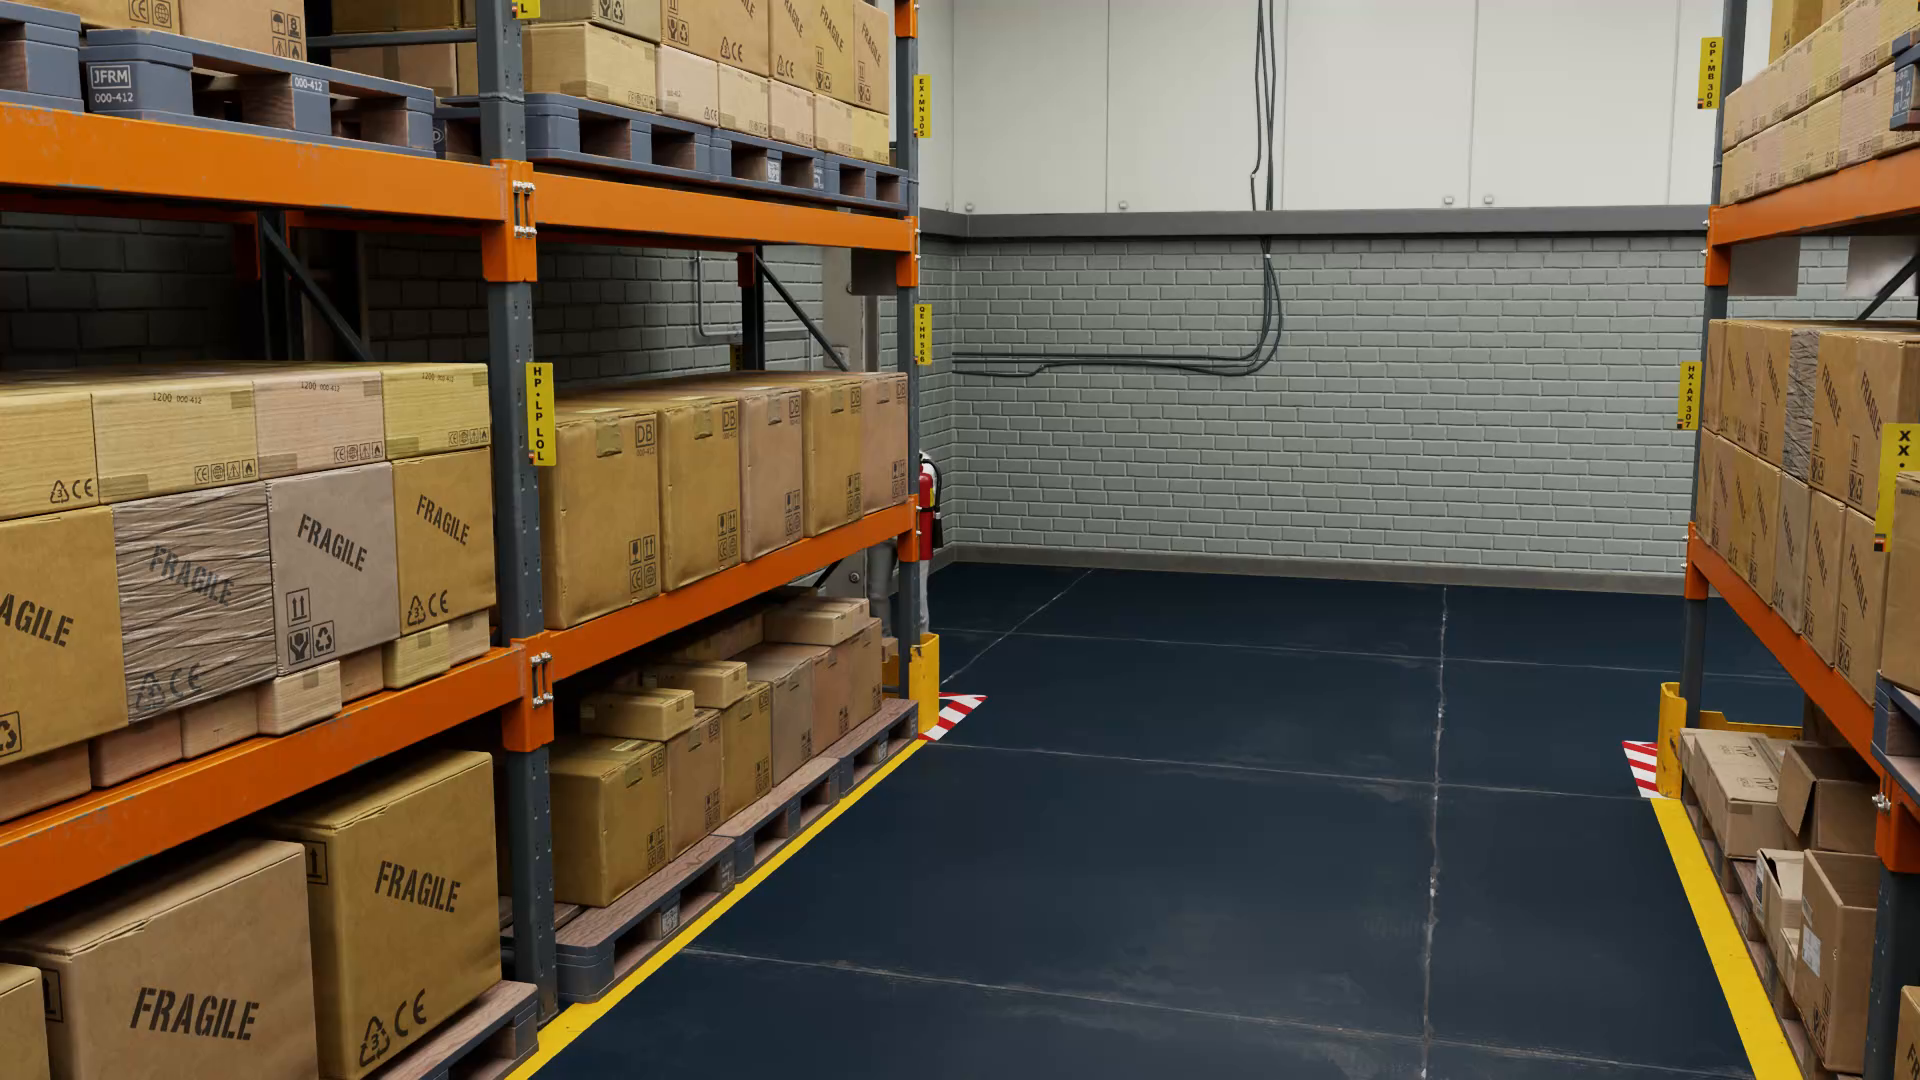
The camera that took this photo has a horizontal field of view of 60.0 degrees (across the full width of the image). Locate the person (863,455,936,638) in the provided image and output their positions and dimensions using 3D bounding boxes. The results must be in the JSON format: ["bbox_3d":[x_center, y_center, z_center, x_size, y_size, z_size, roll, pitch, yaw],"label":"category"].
[{"bbox_3d":[-0.391,0.029,10.837,0.496,1.619,0.453,3,9,18],"label":"person"}]
